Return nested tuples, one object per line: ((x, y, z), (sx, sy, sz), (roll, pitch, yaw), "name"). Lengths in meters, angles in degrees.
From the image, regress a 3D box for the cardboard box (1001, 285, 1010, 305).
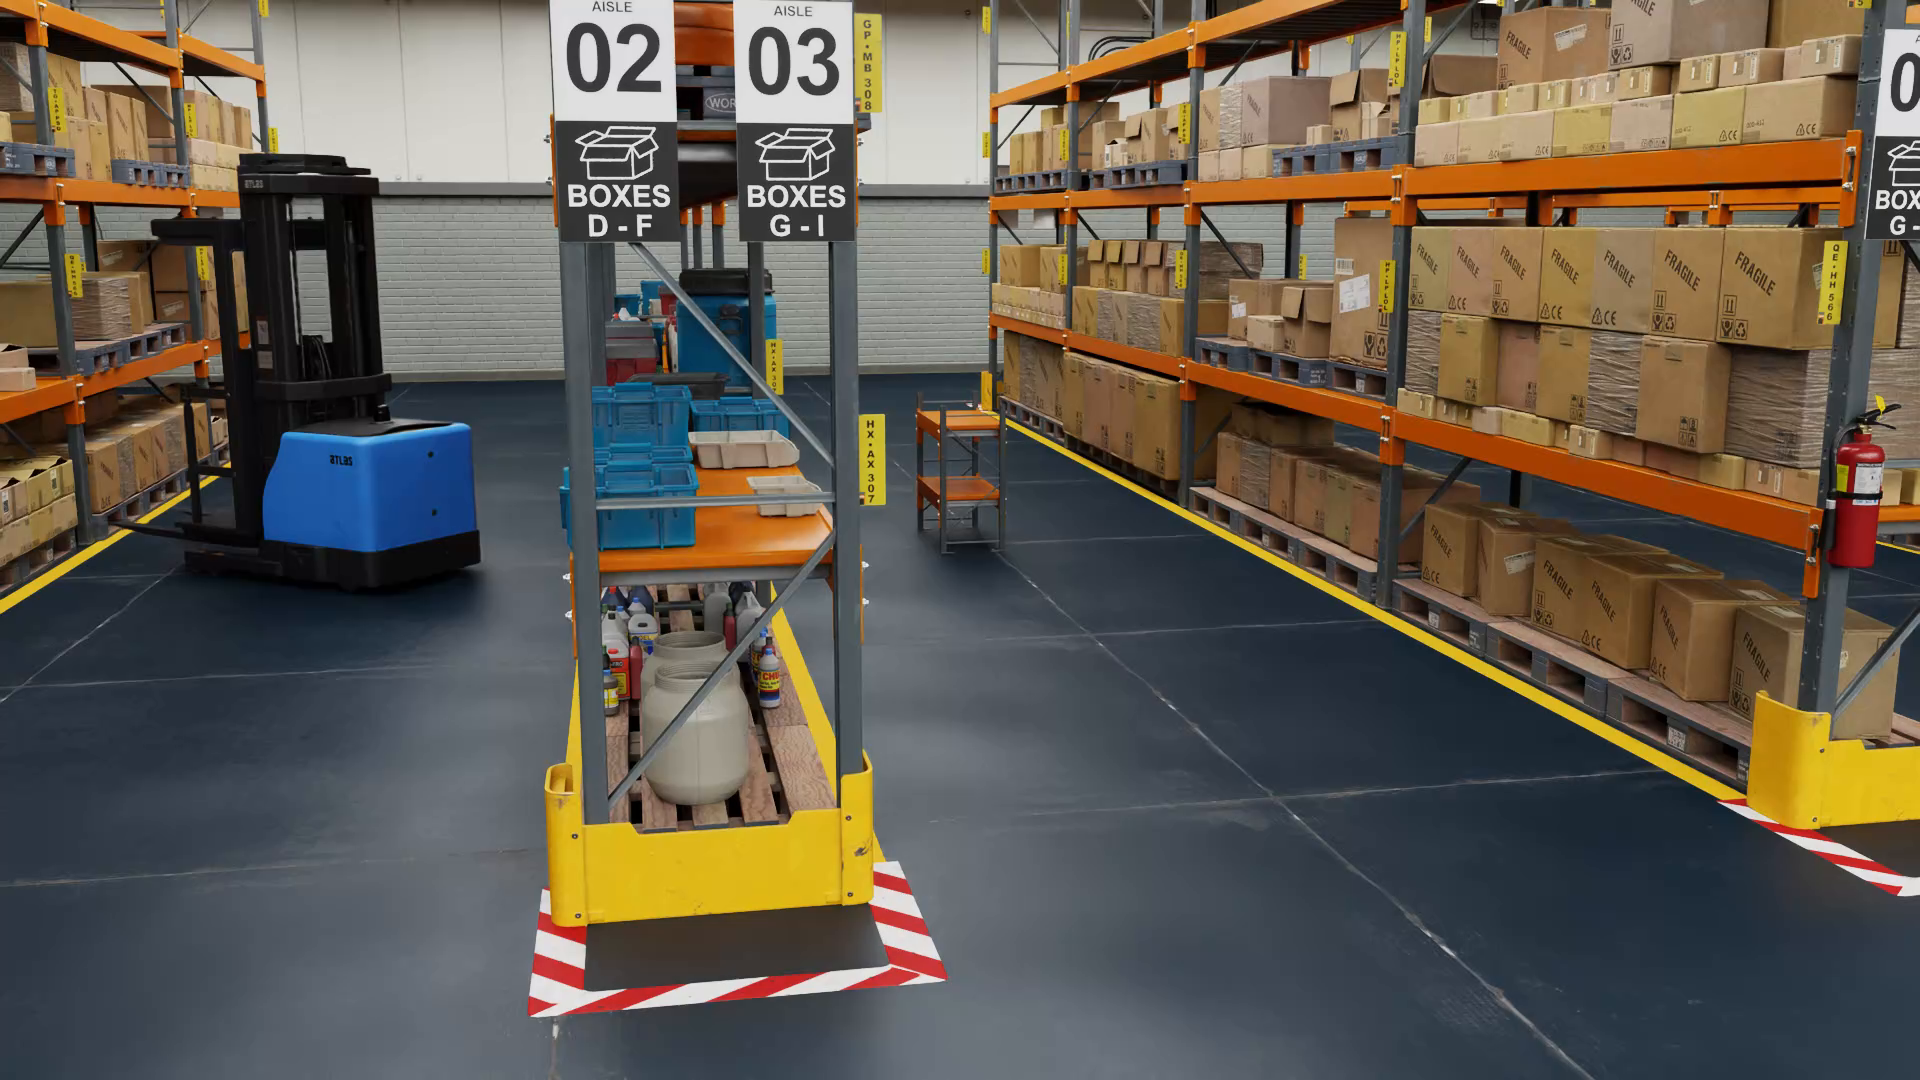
((0.826, -3.124, 21.195), (0.500, 0.250, 0.500), (-2, 11, -12), "cardboard box")

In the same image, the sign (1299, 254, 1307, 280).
((2.976, -2.329, 14.526), (0.100, 0.325, 0.005), (-2, 11, -11), "sign")

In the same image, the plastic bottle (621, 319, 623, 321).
((-3.249, -1.959, 15.799), (0.152, 0.276, 0.135), (-2, 11, -11), "plastic bottle")

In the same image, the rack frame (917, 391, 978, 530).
((-0.100, -0.647, 13.588), (0.500, 1.125, 0.032), (-2, 11, -11), "rack frame")

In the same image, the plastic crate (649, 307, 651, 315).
((-3.590, -2.768, 20.262), (0.396, 0.136, 0.243), (-2, 11, -11), "plastic crate")

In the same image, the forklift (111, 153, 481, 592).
((-4.990, -1.266, 12.011), (3.031, 2.935, 1.130), (6, 12, 28), "forklift")

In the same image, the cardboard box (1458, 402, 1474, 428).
((3.140, -0.734, 9.700), (0.380, 0.149, 0.250), (-2, 11, -11), "cardboard box")

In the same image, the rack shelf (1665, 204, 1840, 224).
((10.999, -4.359, 21.976), (1.077, 0.370, 4.000), (-2, 11, -11), "rack shelf")

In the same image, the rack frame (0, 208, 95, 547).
((-7.272, -1.418, 12.625), (1.000, 3.000, 0.127), (-2, 11, -11), "rack frame")

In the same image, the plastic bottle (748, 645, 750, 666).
((-1.049, 0.547, 8.606), (0.097, 0.201, 0.097), (0, 11, 0), "plastic bottle")

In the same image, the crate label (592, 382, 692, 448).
((-1.480, -0.475, 7.577), (0.502, 0.435, 0.616), (-2, 11, -11), "crate label")

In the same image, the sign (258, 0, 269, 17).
((-8.280, -6.386, 19.757), (0.100, 0.325, 0.005), (-2, 11, -11), "sign")

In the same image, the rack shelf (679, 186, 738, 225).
((-2.024, -2.351, 11.427), (1.077, 0.370, 4.000), (-2, 11, -11), "rack shelf")

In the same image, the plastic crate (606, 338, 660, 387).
((-2.029, -0.973, 10.115), (0.402, 0.464, 0.583), (-2, 11, -11), "plastic crate")

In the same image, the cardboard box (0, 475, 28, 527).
((-6.726, -0.274, 11.346), (0.500, 0.311, 0.500), (-2, 11, -11), "cardboard box")

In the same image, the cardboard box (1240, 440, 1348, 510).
((2.716, -0.542, 13.532), (0.700, 0.500, 0.500), (-3, 11, -16), "cardboard box")

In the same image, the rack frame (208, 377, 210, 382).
((-8.828, -2.885, 20.333), (1.000, 3.000, 0.127), (-2, 11, -11), "rack frame")

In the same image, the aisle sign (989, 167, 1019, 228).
((0.581, -4.524, 21.992), (0.394, 0.787, 0.004), (-2, 11, -11), "aisle sign")

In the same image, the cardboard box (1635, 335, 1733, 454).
((3.706, -0.695, 7.762), (0.875, 0.500, 0.500), (-2, 11, -11), "cardboard box")

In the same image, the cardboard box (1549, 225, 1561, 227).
((6.704, -3.451, 19.569), (0.500, 0.500, 0.500), (-2, 11, -10), "cardboard box")

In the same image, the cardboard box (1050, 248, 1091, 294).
((1.316, -3.027, 18.676), (0.500, 0.500, 0.500), (-2, 11, -9), "cardboard box")

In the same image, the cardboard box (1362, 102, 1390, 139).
((2.943, -2.827, 11.239), (0.396, 0.266, 0.258), (-2, 11, -9), "cardboard box")

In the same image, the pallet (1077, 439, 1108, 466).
((1.892, -1.003, 17.900), (1.003, 0.211, 1.213), (-2, 11, -11), "pallet")

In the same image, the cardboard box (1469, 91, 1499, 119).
((3.135, -2.472, 9.473), (0.380, 0.149, 0.250), (-2, 11, -11), "cardboard box")

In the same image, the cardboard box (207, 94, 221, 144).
((-8.244, -4.442, 17.546), (0.700, 0.500, 0.500), (-2, 11, -11), "cardboard box")

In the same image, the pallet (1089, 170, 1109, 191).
((1.894, -3.724, 17.232), (0.805, 0.209, 1.217), (-3, 11, -13), "pallet")

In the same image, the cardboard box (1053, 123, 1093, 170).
((1.456, -4.431, 18.772), (0.700, 0.500, 0.500), (-3, 11, -14), "cardboard box")

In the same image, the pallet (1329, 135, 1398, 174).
((3.208, -2.542, 11.012), (1.213, 0.211, 1.003), (-2, 11, -11), "pallet")

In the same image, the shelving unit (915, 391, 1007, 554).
((-0.001, -0.554, 13.098), (0.538, 1.125, 1.048), (-2, 11, -11), "shelving unit")

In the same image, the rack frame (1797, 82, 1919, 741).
((4.001, -0.310, 6.805), (1.000, 3.000, 0.127), (-2, 11, -11), "rack frame")

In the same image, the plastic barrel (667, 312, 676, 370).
((-2.003, -1.472, 12.606), (0.421, 0.512, 0.421), (0, 11, 0), "plastic barrel")

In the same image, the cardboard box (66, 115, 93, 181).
((-7.489, -3.113, 13.240), (0.910, 0.500, 0.500), (-2, 11, -11), "cardboard box")

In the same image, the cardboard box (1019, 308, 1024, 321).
((0.935, -2.762, 20.359), (0.380, 0.149, 0.250), (-2, 11, -12), "cardboard box")

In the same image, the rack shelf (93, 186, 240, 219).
((-8.439, -3.639, 18.193), (1.077, 0.370, 4.000), (-2, 11, -11), "rack shelf")

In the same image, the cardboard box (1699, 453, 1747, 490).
((3.596, -0.322, 7.536), (0.380, 0.149, 0.250), (-2, 11, -11), "cardboard box")

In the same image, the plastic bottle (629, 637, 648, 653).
((-1.619, 0.592, 8.371), (0.097, 0.201, 0.097), (0, 11, 0), "plastic bottle")

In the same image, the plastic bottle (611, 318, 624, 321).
((-3.294, -2.002, 16.022), (0.152, 0.276, 0.135), (-2, 11, -11), "plastic bottle")

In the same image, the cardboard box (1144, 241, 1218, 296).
((2.195, -2.574, 15.747), (0.797, 0.503, 0.637), (-2, 11, -10), "cardboard box")

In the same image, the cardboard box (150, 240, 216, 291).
((-7.866, -2.789, 16.884), (0.500, 0.500, 0.500), (-2, 11, -10), "cardboard box")

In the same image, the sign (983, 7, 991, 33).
((0.344, -6.710, 21.459), (0.100, 0.325, 0.005), (-2, 11, -11), "sign")

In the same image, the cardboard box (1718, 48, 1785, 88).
((3.545, -2.044, 7.225), (0.380, 0.149, 0.250), (-3, 11, -13), "cardboard box")

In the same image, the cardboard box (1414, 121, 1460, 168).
((3.060, -2.352, 9.910), (0.500, 0.250, 0.500), (-3, 11, -13), "cardboard box")

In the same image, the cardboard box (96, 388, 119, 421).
((-8.001, -1.227, 15.125), (0.500, 0.250, 0.500), (-2, 11, -11), "cardboard box")

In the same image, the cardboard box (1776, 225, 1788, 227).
((10.830, -4.012, 21.578), (0.380, 0.149, 0.250), (-2, 11, -12), "cardboard box")

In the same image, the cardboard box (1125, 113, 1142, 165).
((2.027, -3.882, 16.149), (0.797, 0.503, 0.637), (-2, 11, -12), "cardboard box")

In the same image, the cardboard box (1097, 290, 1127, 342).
((1.707, -2.283, 16.901), (0.500, 0.500, 0.500), (-2, 11, -12), "cardboard box")

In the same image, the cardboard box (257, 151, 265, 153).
((-8.478, -4.446, 19.574), (0.500, 0.250, 0.500), (-2, 11, -11), "cardboard box")

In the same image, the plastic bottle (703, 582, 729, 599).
((-1.368, 0.334, 9.326), (0.144, 0.351, 0.185), (-2, 11, -11), "plastic bottle")

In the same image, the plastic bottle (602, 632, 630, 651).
((-1.693, 0.598, 8.140), (0.152, 0.276, 0.135), (-2, 11, -13), "plastic bottle")

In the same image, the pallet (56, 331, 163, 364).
((-7.655, -1.680, 14.516), (1.003, 0.211, 1.213), (-2, 11, -11), "pallet")

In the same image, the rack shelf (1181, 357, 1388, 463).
((2.834, -1.057, 12.654), (1.077, 0.370, 4.000), (-2, 11, -11), "rack shelf")

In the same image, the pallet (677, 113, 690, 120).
((-1.399, -2.116, 8.774), (1.213, 0.211, 1.003), (-2, 11, -11), "pallet")

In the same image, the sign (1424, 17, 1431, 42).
((6.323, -6.907, 22.496), (0.100, 0.325, 0.005), (-2, 11, -11), "sign")
